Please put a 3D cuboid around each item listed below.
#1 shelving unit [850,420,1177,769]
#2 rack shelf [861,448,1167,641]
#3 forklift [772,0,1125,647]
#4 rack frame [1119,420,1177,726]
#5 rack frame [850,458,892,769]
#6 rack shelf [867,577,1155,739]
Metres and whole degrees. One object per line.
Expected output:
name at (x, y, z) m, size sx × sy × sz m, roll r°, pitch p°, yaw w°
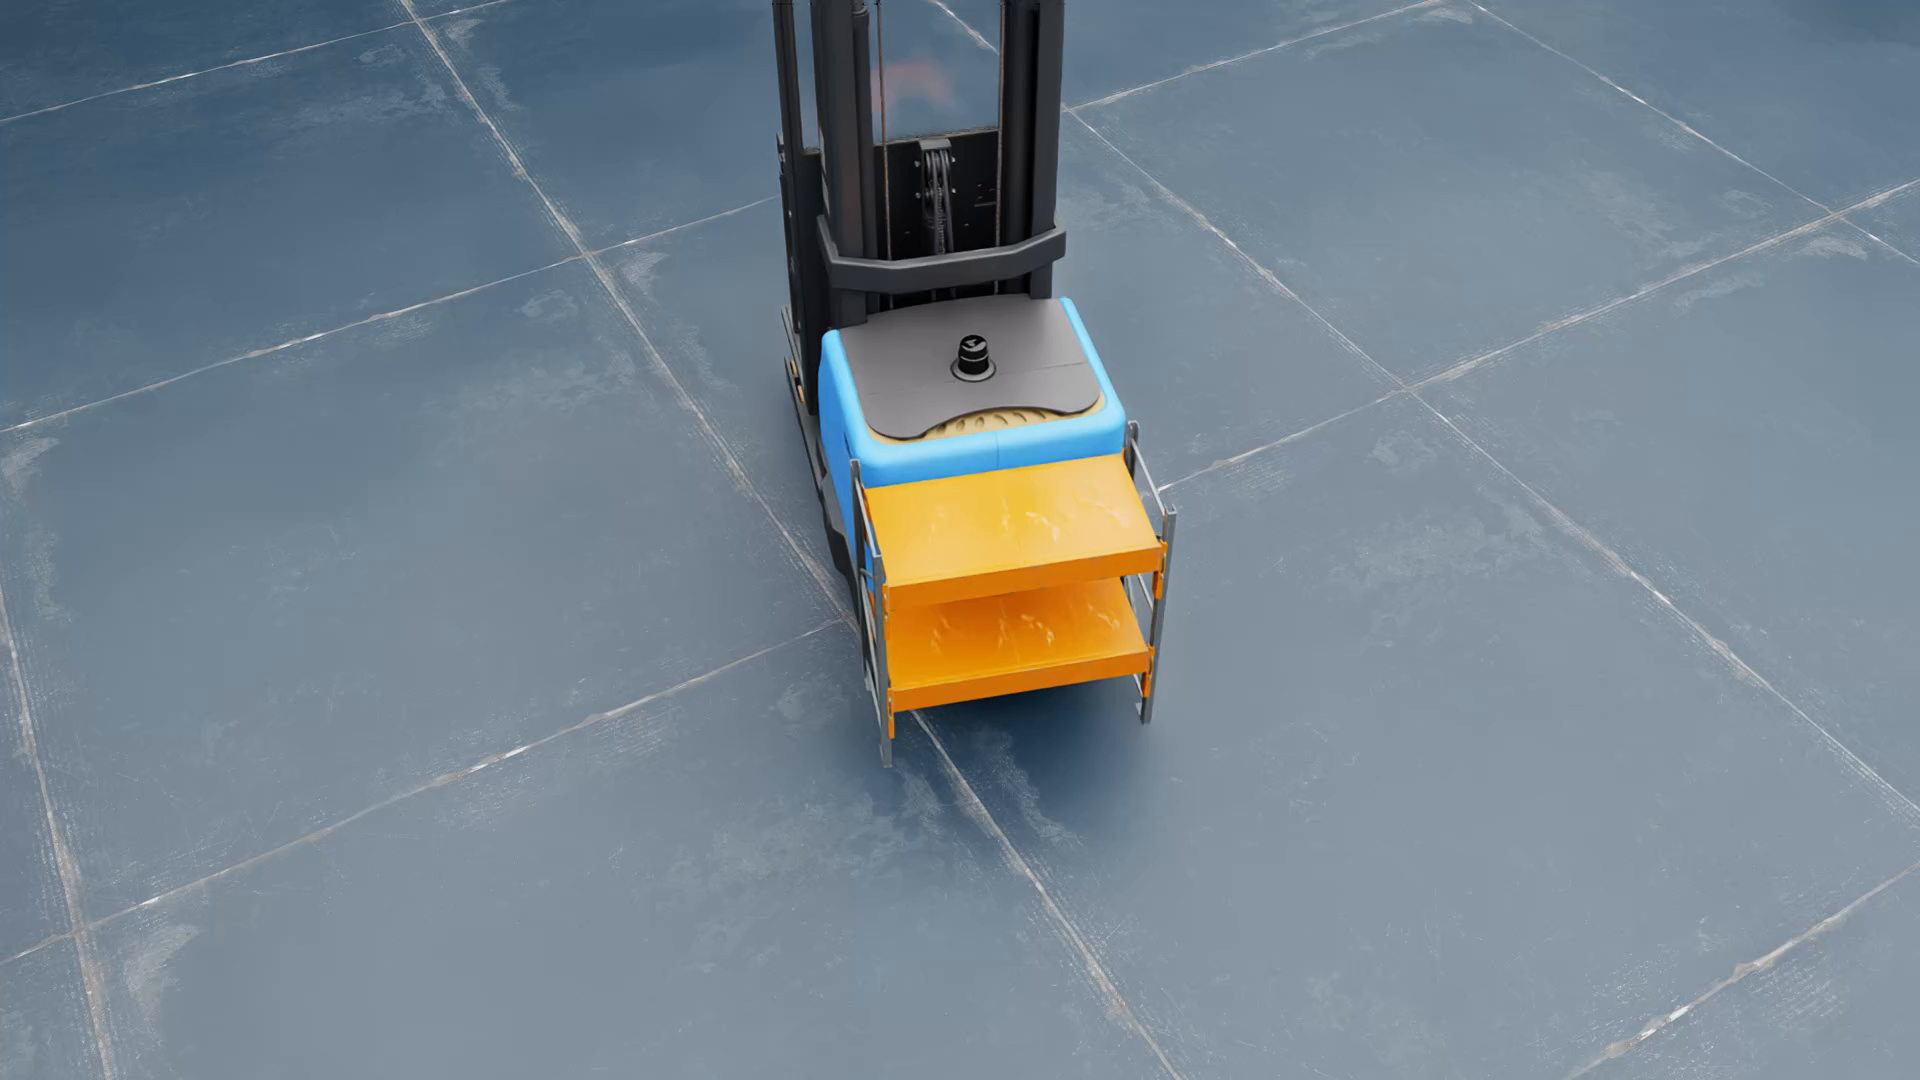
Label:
shelving unit at (0.175, 0.216, 6.149) m, size 1.048 × 1.125 × 0.538 m, roll -8°, pitch 45°, yaw -8°
rack shelf at (0.175, 0.006, 5.945) m, size 1.000 × 0.278 × 0.538 m, roll -8°, pitch 45°, yaw -8°
forklift at (-0.205, -1.660, 6.785) m, size 1.130 × 2.935 × 3.031 m, roll -9°, pitch 45°, yaw -9°
rack frame at (0.673, 0.143, 6.224) m, size 0.032 × 1.125 × 0.500 m, roll -8°, pitch 45°, yaw -8°
rack frame at (-0.322, 0.288, 6.075) m, size 0.032 × 1.125 × 0.500 m, roll -8°, pitch 45°, yaw -8°
rack shelf at (0.175, 0.391, 6.320) m, size 1.000 × 0.278 × 0.538 m, roll -8°, pitch 45°, yaw -8°
